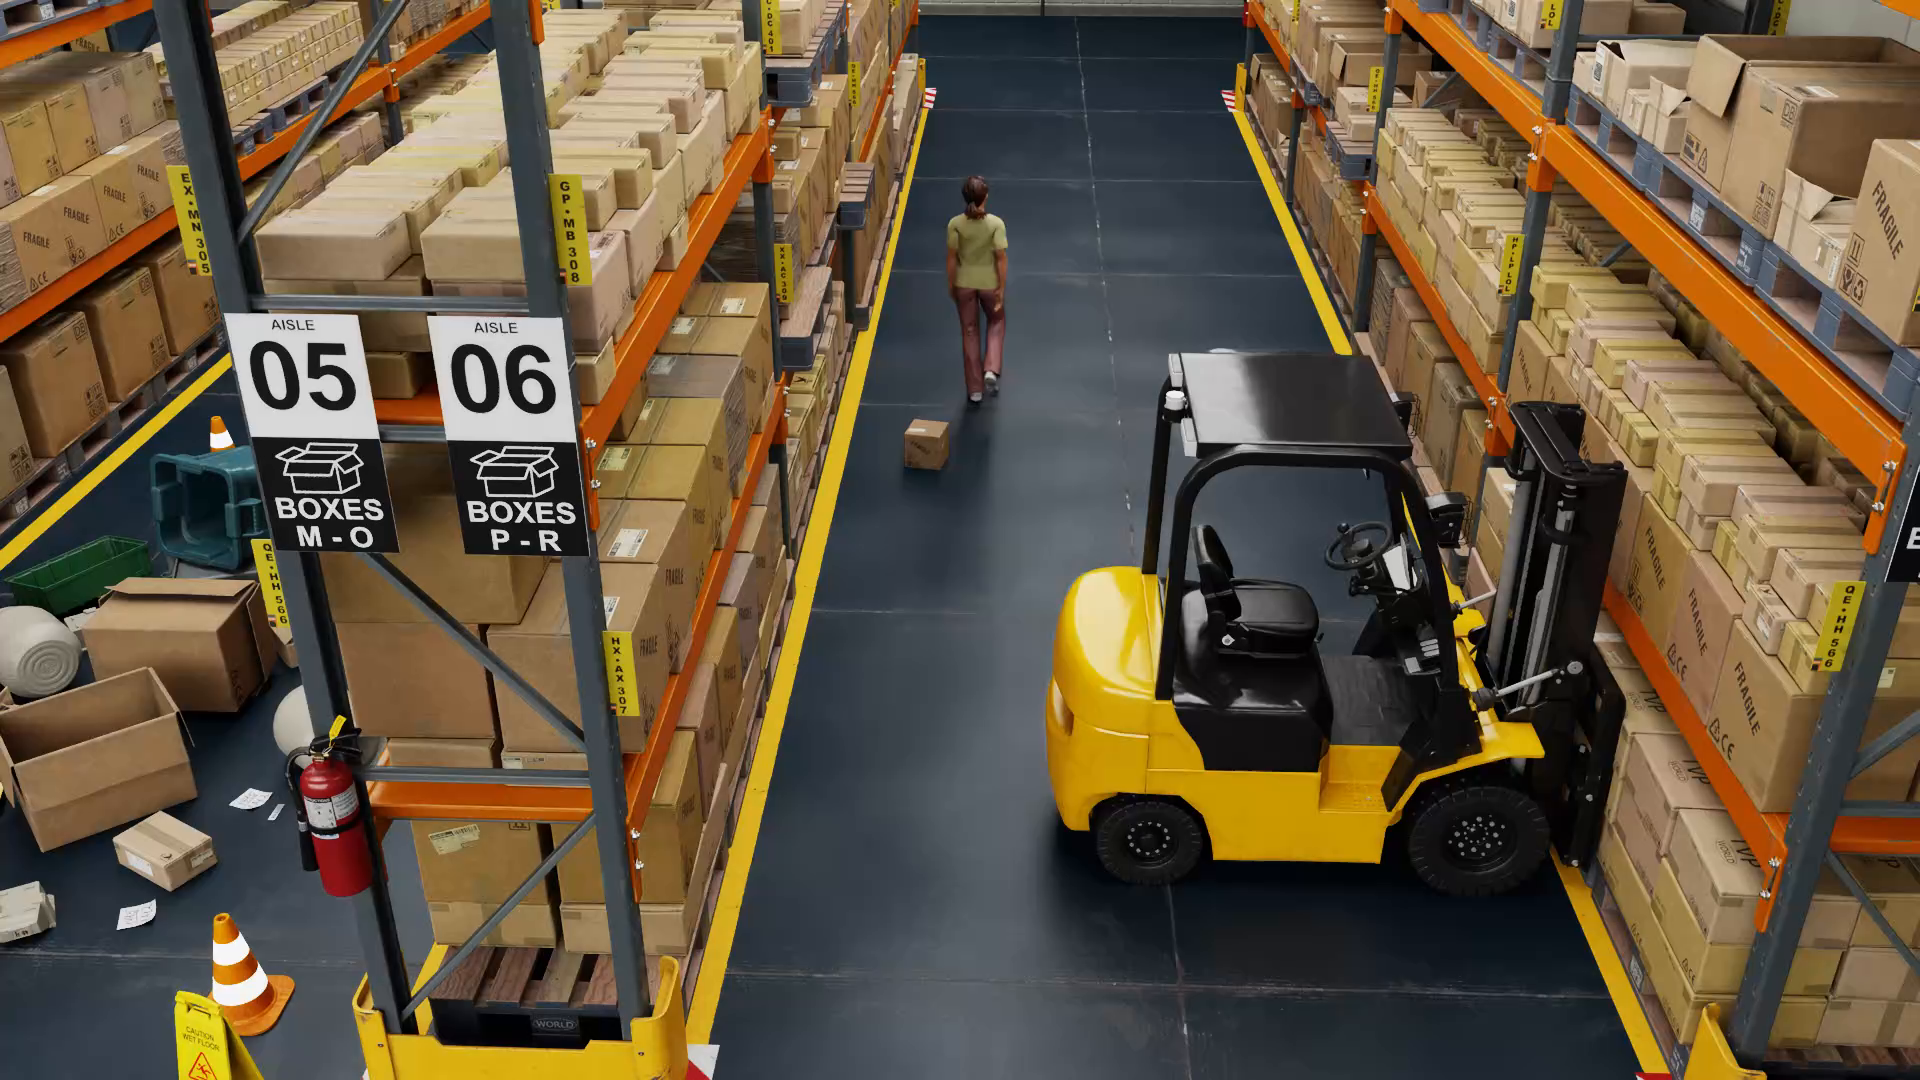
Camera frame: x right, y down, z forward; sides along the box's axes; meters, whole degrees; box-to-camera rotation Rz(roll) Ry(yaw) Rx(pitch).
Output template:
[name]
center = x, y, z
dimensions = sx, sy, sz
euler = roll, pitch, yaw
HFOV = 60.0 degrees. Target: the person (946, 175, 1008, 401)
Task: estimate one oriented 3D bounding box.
[person]
center = 0.122, -1.823, 12.014
dimensions = 0.444, 1.683, 0.463
euler = 1, 28, 2
